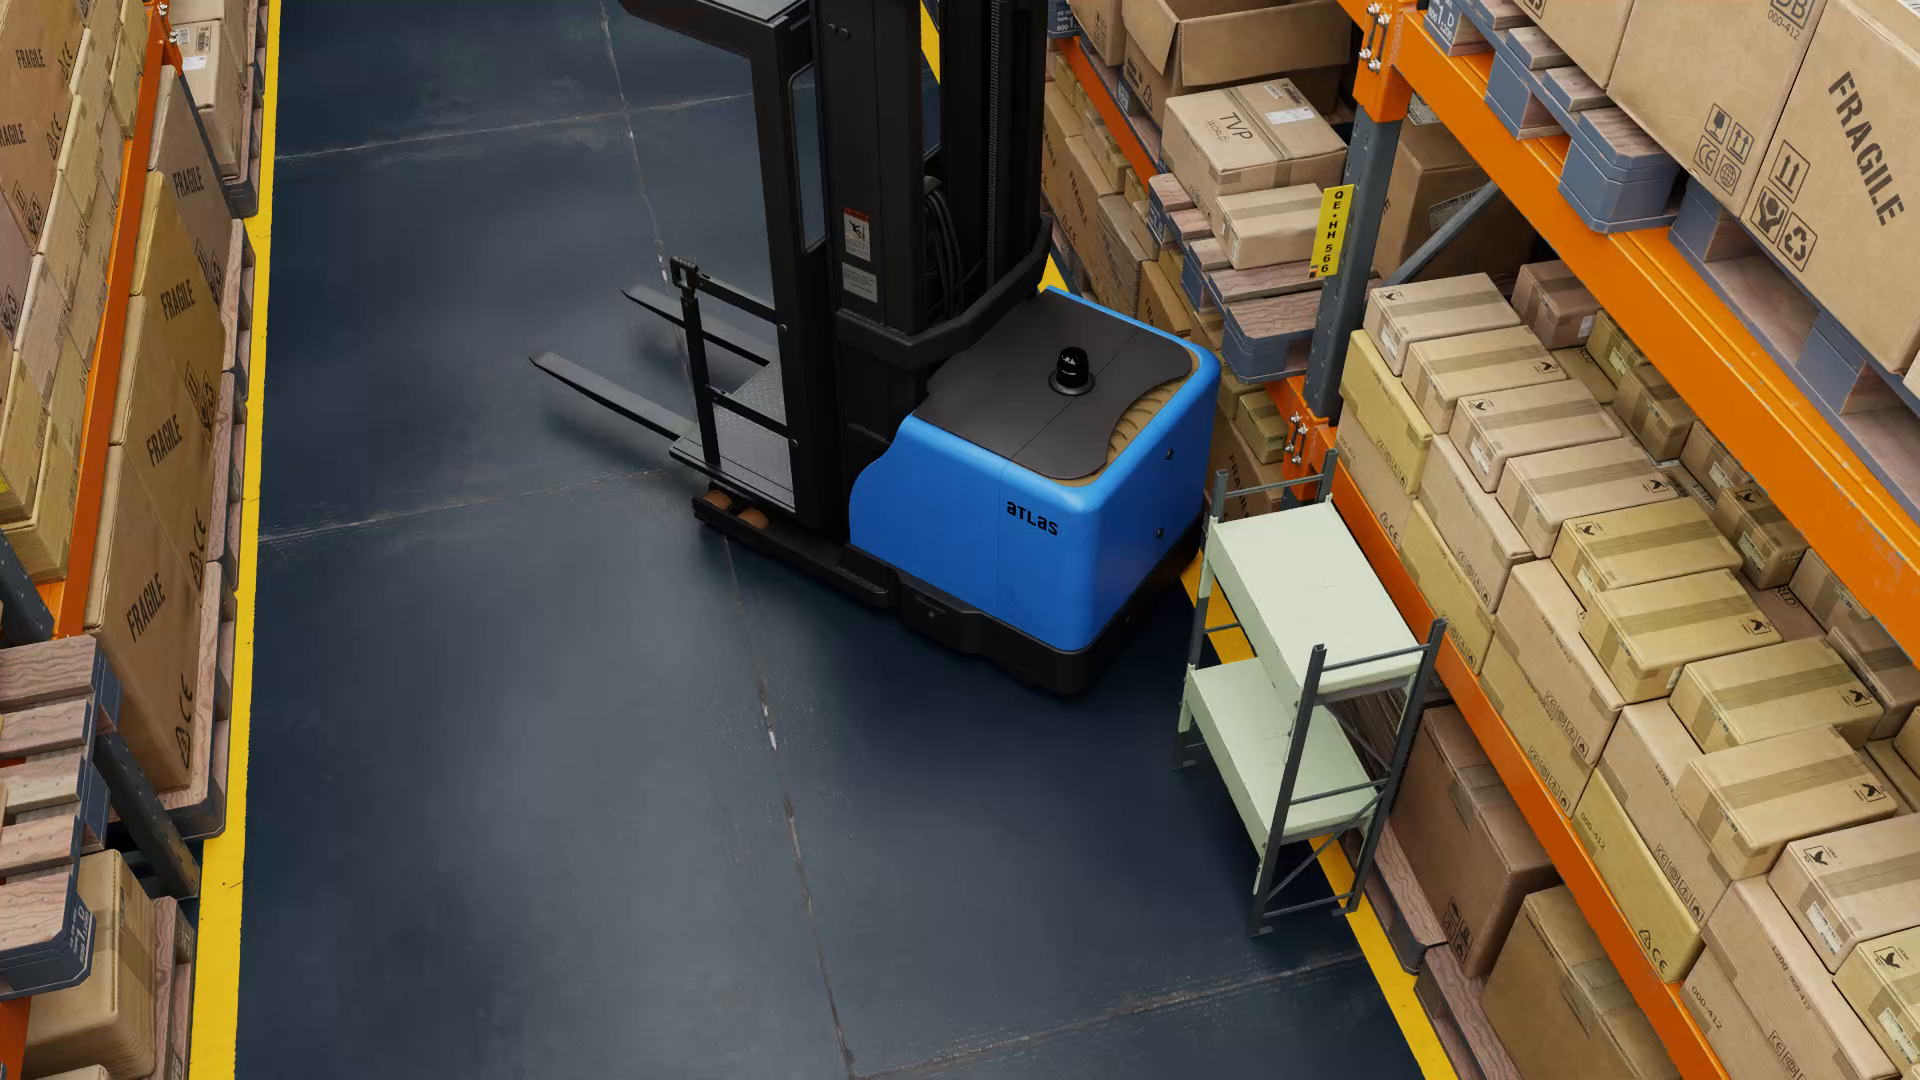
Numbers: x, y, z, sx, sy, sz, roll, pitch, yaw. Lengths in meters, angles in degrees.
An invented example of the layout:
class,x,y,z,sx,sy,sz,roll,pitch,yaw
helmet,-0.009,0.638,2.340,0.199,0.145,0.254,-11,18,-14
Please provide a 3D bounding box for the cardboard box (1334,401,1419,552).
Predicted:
class,x,y,z,sx,sy,sz,roll,pitch,yaw
cardboard box,1.531,-0.262,5.262,0.500,0.250,0.500,-11,47,-10

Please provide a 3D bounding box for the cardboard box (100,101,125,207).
class,x,y,z,sx,sy,sz,roll,pitch,yaw
cardboard box,-3.569,-1.497,6.472,0.500,0.250,0.500,-12,47,-11

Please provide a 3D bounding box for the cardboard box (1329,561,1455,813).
class,x,y,z,sx,sy,sz,roll,pitch,yaw
cardboard box,1.800,0.452,5.826,0.875,0.625,0.625,-9,46,-9

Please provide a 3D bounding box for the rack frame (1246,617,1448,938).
class,x,y,z,sx,sy,sz,roll,pitch,yaw
rack frame,1.175,0.788,5.179,0.400,1.500,0.023,-11,47,-11

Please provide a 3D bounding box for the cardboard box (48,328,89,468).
class,x,y,z,sx,sy,sz,roll,pitch,yaw
cardboard box,-3.174,-0.438,5.434,0.500,0.250,0.500,-12,47,-11

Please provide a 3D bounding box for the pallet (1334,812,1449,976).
class,x,y,z,sx,sy,sz,roll,pitch,yaw
pallet,1.827,0.886,5.984,1.003,0.211,1.213,-11,47,-10

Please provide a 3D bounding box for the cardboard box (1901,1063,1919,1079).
class,x,y,z,sx,sy,sz,roll,pitch,yaw
cardboard box,2.085,1.129,3.270,0.380,0.149,0.250,-12,47,-12

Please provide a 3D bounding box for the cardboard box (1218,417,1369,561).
class,x,y,z,sx,sy,sz,roll,pitch,yaw
cardboard box,1.338,-0.190,6.543,0.500,0.500,0.500,-9,46,-9

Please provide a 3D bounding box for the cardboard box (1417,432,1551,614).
class,x,y,z,sx,sy,sz,roll,pitch,yaw
cardboard box,1.658,-0.091,4.744,0.500,0.250,0.500,-9,46,-9

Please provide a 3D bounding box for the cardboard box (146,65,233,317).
class,x,y,z,sx,sy,sz,roll,pitch,yaw
cardboard box,-3.931,-1.506,7.570,0.875,0.875,0.875,-9,46,-9

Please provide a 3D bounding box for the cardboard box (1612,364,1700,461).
class,x,y,z,sx,sy,sz,roll,pitch,yaw
cardboard box,2.115,-0.389,4.758,0.380,0.149,0.250,-11,47,-10

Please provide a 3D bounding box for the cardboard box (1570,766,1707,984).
class,x,y,z,sx,sy,sz,roll,pitch,yaw
cardboard box,1.925,0.799,4.222,0.500,0.250,0.500,-9,46,-9

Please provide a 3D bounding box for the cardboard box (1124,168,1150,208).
class,x,y,z,sx,sy,sz,roll,pitch,yaw
cardboard box,0.957,-1.558,7.430,0.380,0.149,0.250,-11,47,-10

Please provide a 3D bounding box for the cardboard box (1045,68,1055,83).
class,x,y,z,sx,sy,sz,roll,pitch,yaw
cardboard box,0.536,-2.324,8.634,0.500,0.500,0.500,-9,46,-9

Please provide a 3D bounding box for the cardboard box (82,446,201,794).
class,x,y,z,sx,sy,sz,roll,pitch,yaw
cardboard box,-3.240,0.350,5.751,0.875,0.875,0.875,-11,47,-11

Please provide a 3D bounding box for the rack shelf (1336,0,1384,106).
class,x,y,z,sx,sy,sz,roll,pitch,yaw
rack shelf,1.142,-2.844,6.091,1.077,0.370,4.000,-11,47,-10

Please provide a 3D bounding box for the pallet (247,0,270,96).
class,x,y,z,sx,sy,sz,roll,pitch,yaw
pallet,-4.602,-2.924,9.718,1.003,0.211,1.213,-11,47,-10

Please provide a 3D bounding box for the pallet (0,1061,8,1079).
class,x,y,z,sx,sy,sz,roll,pitch,yaw
pallet,-2.597,1.671,3.397,1.003,0.211,1.213,-11,47,-10

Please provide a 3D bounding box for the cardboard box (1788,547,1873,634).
class,x,y,z,sx,sy,sz,roll,pitch,yaw
cardboard box,2.382,0.119,4.260,0.380,0.149,0.250,-11,47,-11

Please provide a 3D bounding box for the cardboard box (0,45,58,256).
class,x,y,z,sx,sy,sz,roll,pitch,yaw
cardboard box,-3.287,-1.226,5.332,0.500,0.500,0.500,-9,46,-9

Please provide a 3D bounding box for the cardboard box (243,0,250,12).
class,x,y,z,sx,sy,sz,roll,pitch,yaw
cardboard box,-4.684,-3.461,9.792,0.875,0.438,0.875,-10,46,-9

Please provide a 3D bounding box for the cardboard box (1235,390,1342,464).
class,x,y,z,sx,sy,sz,roll,pitch,yaw
cardboard box,1.283,-0.459,6.352,0.380,0.149,0.250,-13,47,-12

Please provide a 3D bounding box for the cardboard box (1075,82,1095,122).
class,x,y,z,sx,sy,sz,roll,pitch,yaw
cardboard box,0.770,-2.091,7.951,0.380,0.149,0.250,-11,47,-11

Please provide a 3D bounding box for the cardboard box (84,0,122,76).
class,x,y,z,sx,sy,sz,roll,pitch,yaw
cardboard box,-3.685,-2.035,6.650,0.500,0.250,0.500,-10,46,-9

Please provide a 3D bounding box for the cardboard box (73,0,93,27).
class,x,y,z,sx,sy,sz,roll,pitch,yaw
cardboard box,-3.671,-2.283,6.368,0.500,0.500,0.500,-10,46,-10

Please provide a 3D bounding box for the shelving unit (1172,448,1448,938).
class,x,y,z,sx,sy,sz,roll,pitch,yaw
shelving unit,1.078,0.535,5.426,0.431,1.500,0.755,-11,47,-11

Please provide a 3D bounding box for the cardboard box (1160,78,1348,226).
class,x,y,z,sx,sy,sz,roll,pitch,yaw
cardboard box,1.071,-1.429,6.112,0.500,0.250,0.500,-13,47,-12

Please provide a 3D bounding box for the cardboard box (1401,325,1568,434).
class,x,y,z,sx,sy,sz,roll,pitch,yaw
cardboard box,1.520,-0.469,4.836,0.380,0.149,0.250,-10,46,-9

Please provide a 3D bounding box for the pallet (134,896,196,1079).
class,x,y,z,sx,sy,sz,roll,pitch,yaw
pallet,-2.945,1.761,5.127,1.003,0.211,1.213,-11,47,-10

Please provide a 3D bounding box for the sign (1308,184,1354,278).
class,x,y,z,sx,sy,sz,roll,pitch,yaw
sign,1.132,-0.937,5.063,0.100,0.325,0.005,-11,47,-10

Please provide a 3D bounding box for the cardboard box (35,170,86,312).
class,x,y,z,sx,sy,sz,roll,pitch,yaw
cardboard box,-3.281,-0.976,5.612,0.500,0.250,0.500,-11,47,-10

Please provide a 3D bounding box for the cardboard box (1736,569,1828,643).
class,x,y,z,sx,sy,sz,roll,pitch,yaw
cardboard box,2.296,0.171,4.488,0.500,0.250,0.500,-11,47,-11

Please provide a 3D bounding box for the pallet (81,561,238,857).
class,x,y,z,sx,sy,sz,roll,pitch,yaw
pallet,-3.272,0.663,6.203,1.003,0.211,1.213,-11,47,-10

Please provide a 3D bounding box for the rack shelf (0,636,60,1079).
class,x,y,z,sx,sy,sz,roll,pitch,yaw
rack shelf,-2.631,1.878,3.564,1.077,0.370,4.000,-11,47,-10

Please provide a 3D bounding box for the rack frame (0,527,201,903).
class,x,y,z,sx,sy,sz,roll,pitch,yaw
rack frame,-3.144,0.245,4.660,1.000,3.000,0.127,-11,47,-10

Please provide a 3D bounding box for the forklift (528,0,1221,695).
class,x,y,z,sx,sy,sz,roll,pitch,yaw
forklift,-0.514,-1.279,6.202,3.031,2.935,1.130,26,51,23

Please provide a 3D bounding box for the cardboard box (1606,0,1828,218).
class,x,y,z,sx,sy,sz,roll,pitch,yaw
cardboard box,1.830,-1.057,3.402,0.700,0.500,0.500,-12,47,-11

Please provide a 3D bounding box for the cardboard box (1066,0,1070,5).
class,x,y,z,sx,sy,sz,roll,pitch,yaw
cardboard box,0.615,-2.497,7.148,0.396,0.266,0.258,-9,46,-8

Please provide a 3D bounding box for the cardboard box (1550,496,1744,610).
class,x,y,z,sx,sy,sz,roll,pitch,yaw
cardboard box,1.783,0.050,4.328,0.380,0.149,0.250,-10,46,-10

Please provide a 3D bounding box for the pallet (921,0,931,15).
class,x,y,z,sx,sy,sz,roll,pitch,yaw
pallet,0.139,-3.769,10.547,1.003,0.211,1.213,-11,47,-10

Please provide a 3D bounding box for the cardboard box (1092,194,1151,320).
class,x,y,z,sx,sy,sz,roll,pitch,yaw
cardboard box,0.932,-1.253,7.585,0.500,0.500,0.500,-12,47,-12

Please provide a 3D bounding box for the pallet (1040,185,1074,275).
class,x,y,z,sx,sy,sz,roll,pitch,yaw
pallet,0.875,-1.896,8.711,1.003,0.211,1.213,-11,47,-10

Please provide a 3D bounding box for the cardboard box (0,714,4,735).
class,x,y,z,sx,sy,sz,roll,pitch,yaw
cardboard box,-2.694,0.541,4.252,0.380,0.149,0.250,-10,46,-10

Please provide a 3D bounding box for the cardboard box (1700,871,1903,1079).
class,x,y,z,sx,sy,sz,roll,pitch,yaw
cardboard box,2.041,0.974,3.701,0.500,0.250,0.500,-10,46,-10

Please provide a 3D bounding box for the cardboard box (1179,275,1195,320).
class,x,y,z,sx,sy,sz,roll,pitch,yaw
cardboard box,1.134,-1.022,6.904,0.380,0.149,0.250,-9,46,-9

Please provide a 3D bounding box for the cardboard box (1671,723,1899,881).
class,x,y,z,sx,sy,sz,roll,pitch,yaw
cardboard box,1.877,0.594,3.795,0.380,0.149,0.250,-12,47,-11
